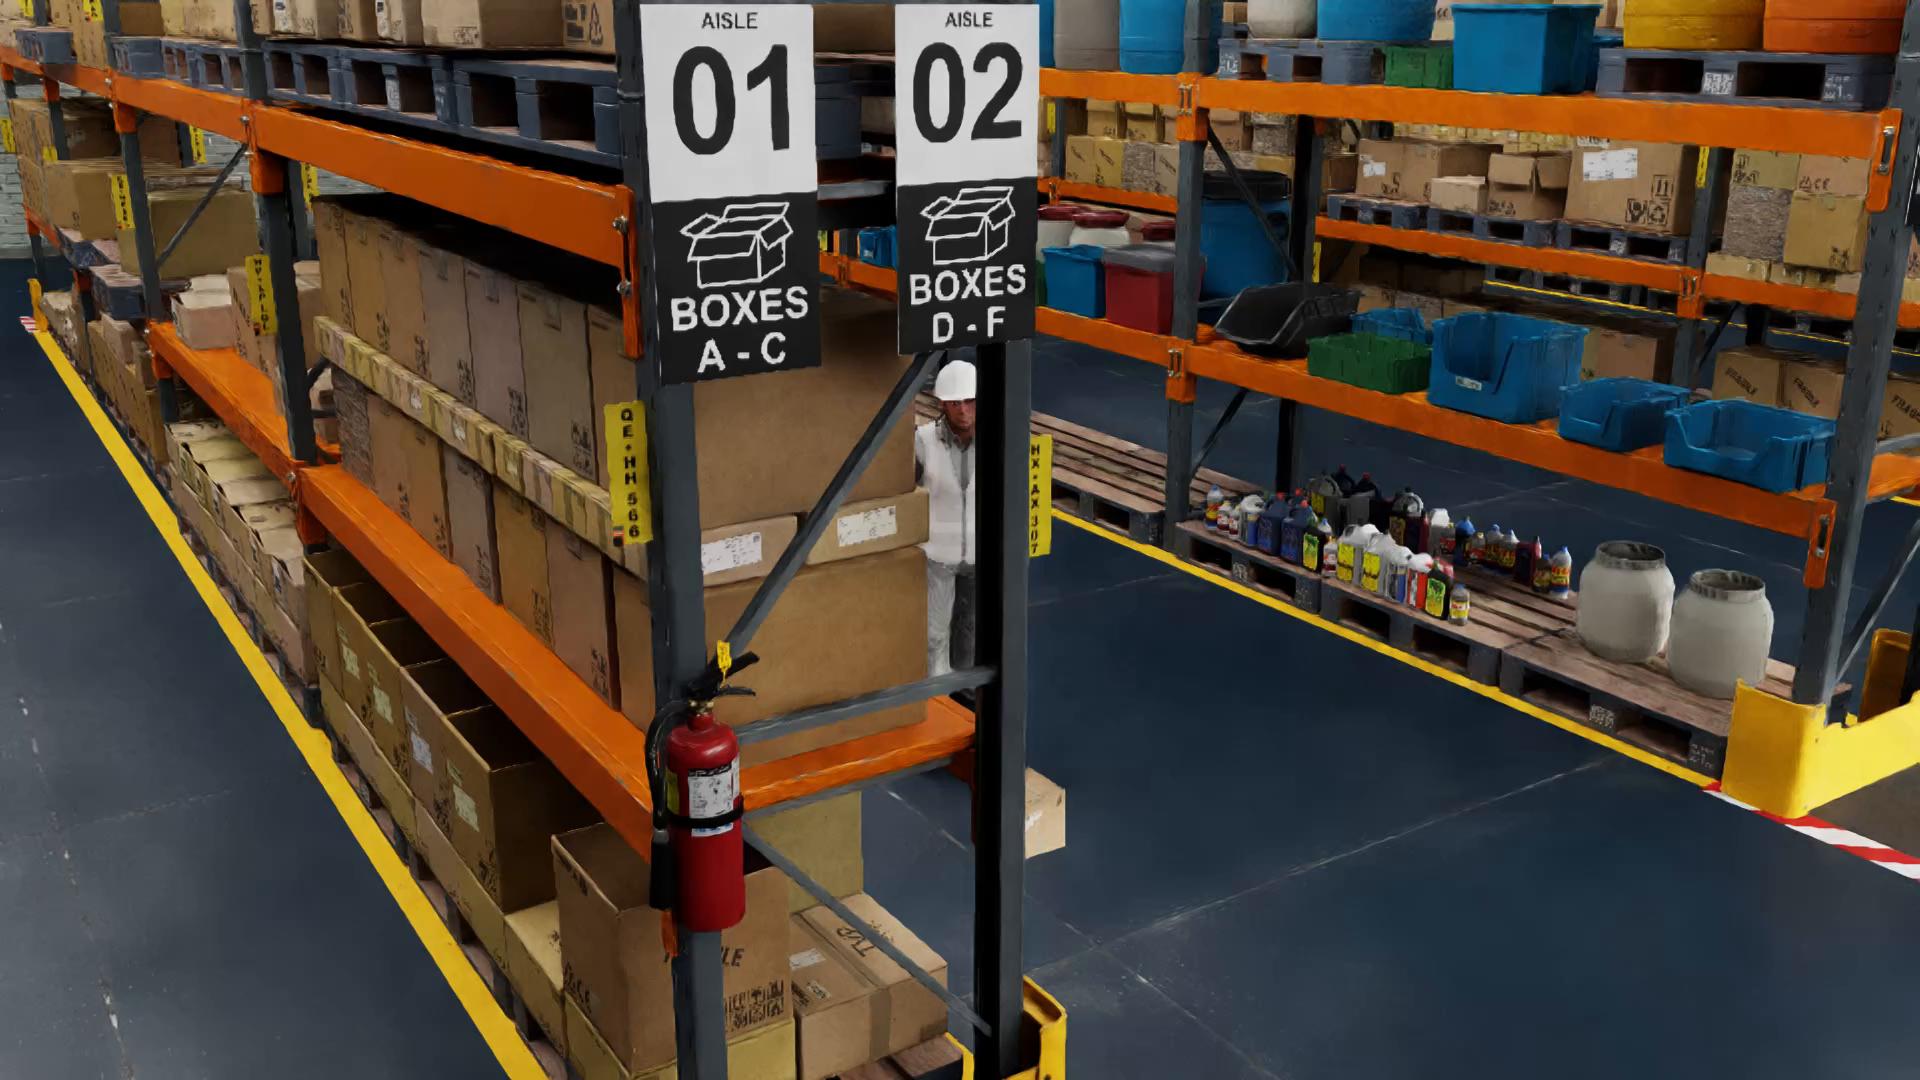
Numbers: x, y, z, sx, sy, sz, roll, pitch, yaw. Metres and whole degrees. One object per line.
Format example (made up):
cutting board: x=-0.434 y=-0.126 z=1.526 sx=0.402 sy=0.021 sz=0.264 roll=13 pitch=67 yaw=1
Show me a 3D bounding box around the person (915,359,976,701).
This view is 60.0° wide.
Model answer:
person: x=-0.014 y=0.050 z=7.409 sx=0.474 sy=1.741 sz=0.925 roll=-3 pitch=18 yaw=-10
